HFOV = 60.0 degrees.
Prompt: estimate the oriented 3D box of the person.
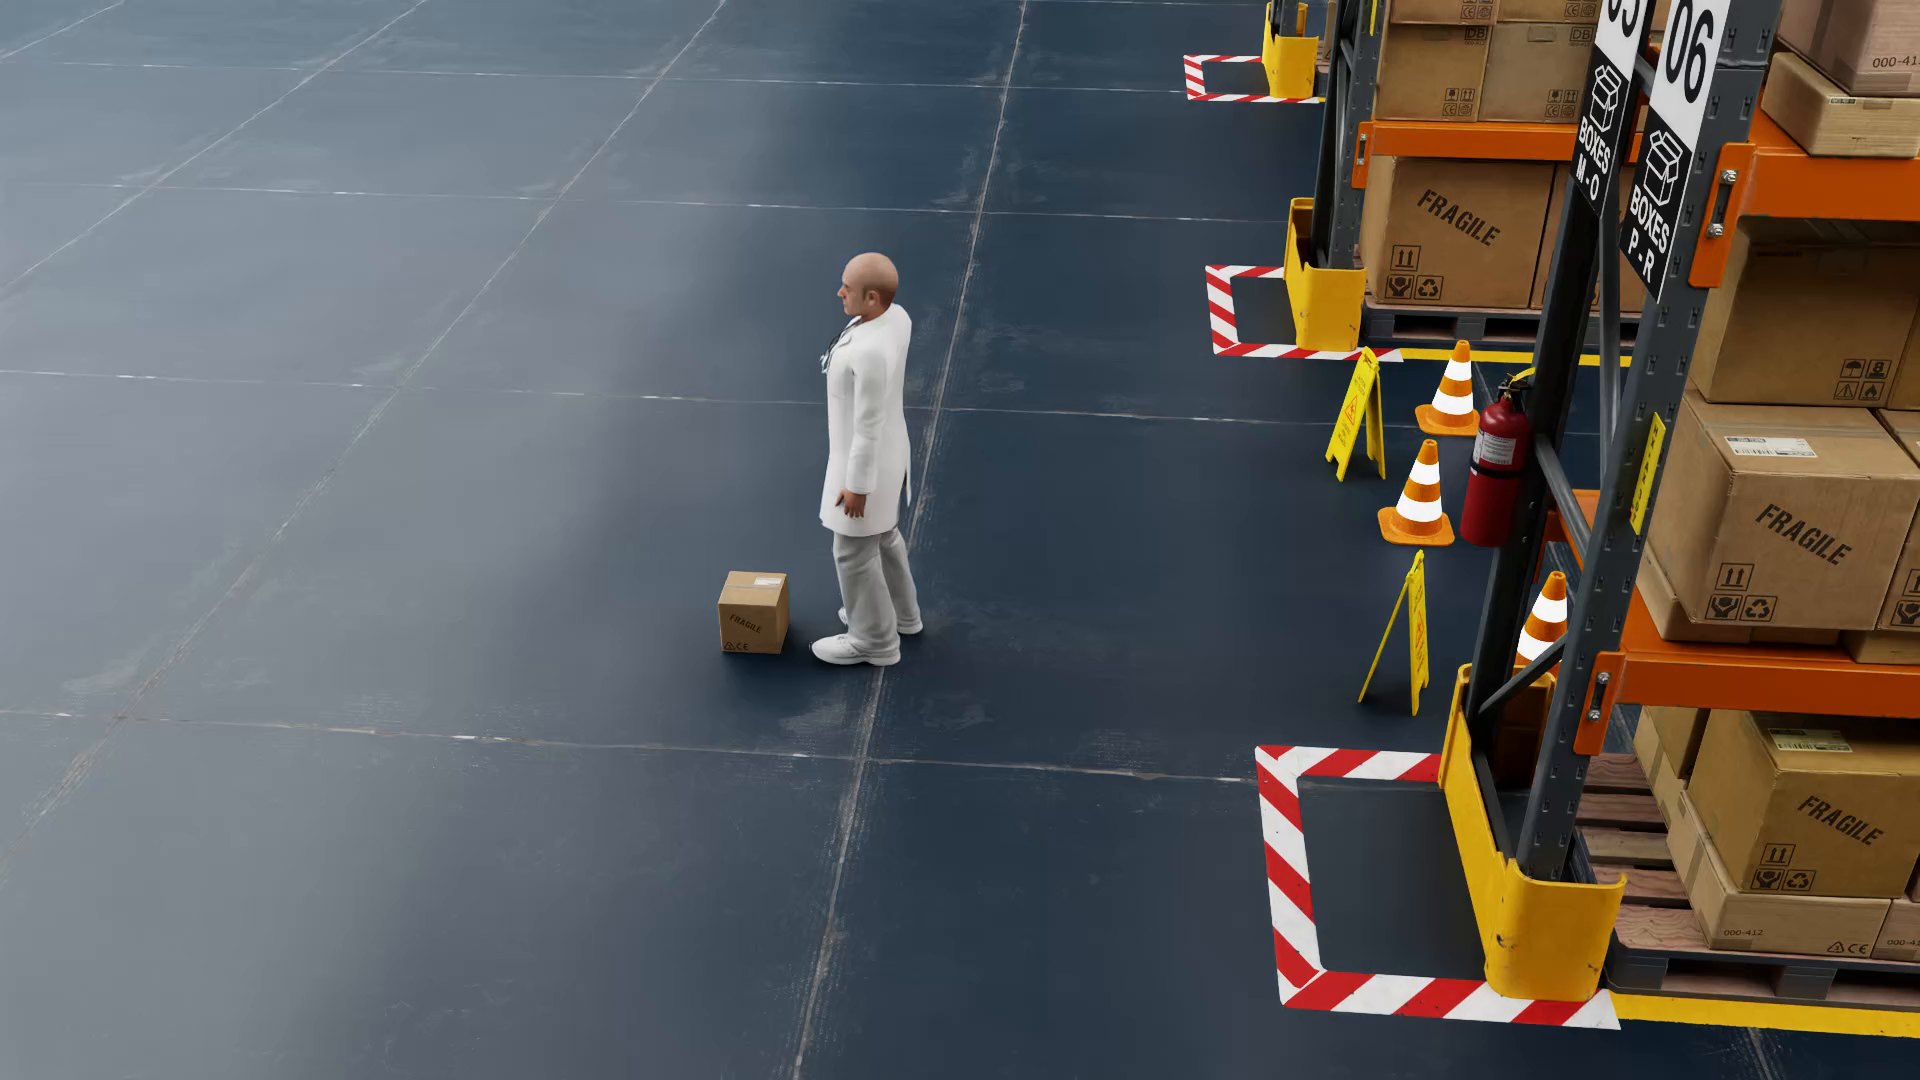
[{"bbox_3d":[-0.393,-0.308,6.651,0.436,1.775,0.571,3,32,5],"label":"person"}]
